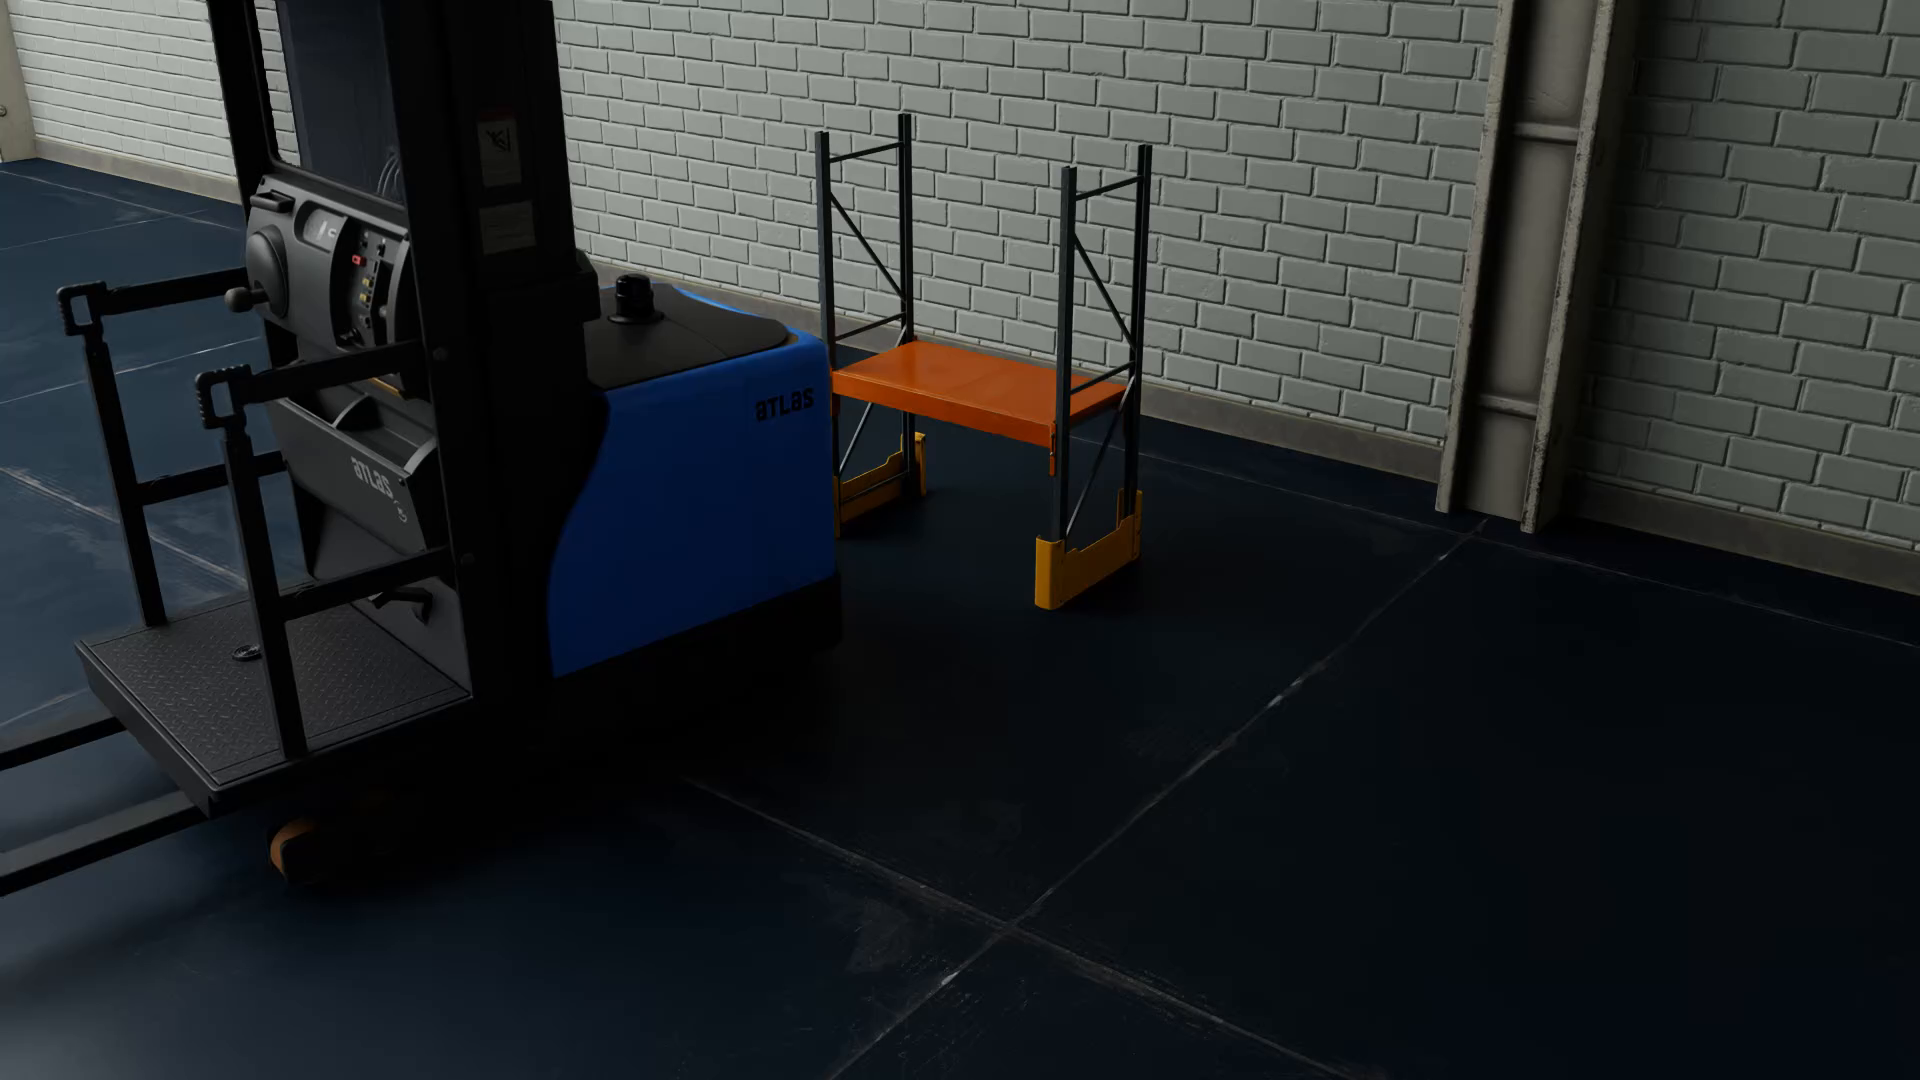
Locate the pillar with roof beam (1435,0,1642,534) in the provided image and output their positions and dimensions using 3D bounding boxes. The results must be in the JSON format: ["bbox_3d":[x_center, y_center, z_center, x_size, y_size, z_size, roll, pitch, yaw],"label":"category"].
[{"bbox_3d":[-0.471,-2.848,1.554,0.400,9.000,9.100,17,29,33],"label":"pillar with roof beam"}]

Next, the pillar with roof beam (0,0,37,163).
[{"bbox_3d":[-10.073,-5.750,8.140,0.400,9.000,9.100,17,29,33],"label":"pillar with roof beam"}]

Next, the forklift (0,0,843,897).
[{"bbox_3d":[-1.803,-0.699,4.201,3.031,2.935,1.130,-20,31,-38],"label":"forklift"}]

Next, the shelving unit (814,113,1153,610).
[{"bbox_3d":[0.061,-0.668,5.906,1.083,1.500,0.587,17,29,33],"label":"shelving unit"}]

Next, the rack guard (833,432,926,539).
[{"bbox_3d":[-0.338,-0.216,6.431,0.087,0.250,0.587,17,29,33],"label":"rack guard"}]

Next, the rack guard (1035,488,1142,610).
[{"bbox_3d":[0.459,0.024,5.884,0.087,0.250,0.587,17,29,33],"label":"rack guard"}]

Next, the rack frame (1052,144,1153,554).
[{"bbox_3d":[0.475,-0.543,5.622,0.032,1.500,0.500,17,29,33],"label":"rack frame"}]

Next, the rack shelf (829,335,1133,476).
[{"bbox_3d":[0.068,-0.501,5.973,1.000,0.185,0.538,17,29,33],"label":"rack shelf"}]

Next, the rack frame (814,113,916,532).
[{"bbox_3d":[-0.339,-0.789,6.180,0.032,1.500,0.500,17,29,33],"label":"rack frame"}]
